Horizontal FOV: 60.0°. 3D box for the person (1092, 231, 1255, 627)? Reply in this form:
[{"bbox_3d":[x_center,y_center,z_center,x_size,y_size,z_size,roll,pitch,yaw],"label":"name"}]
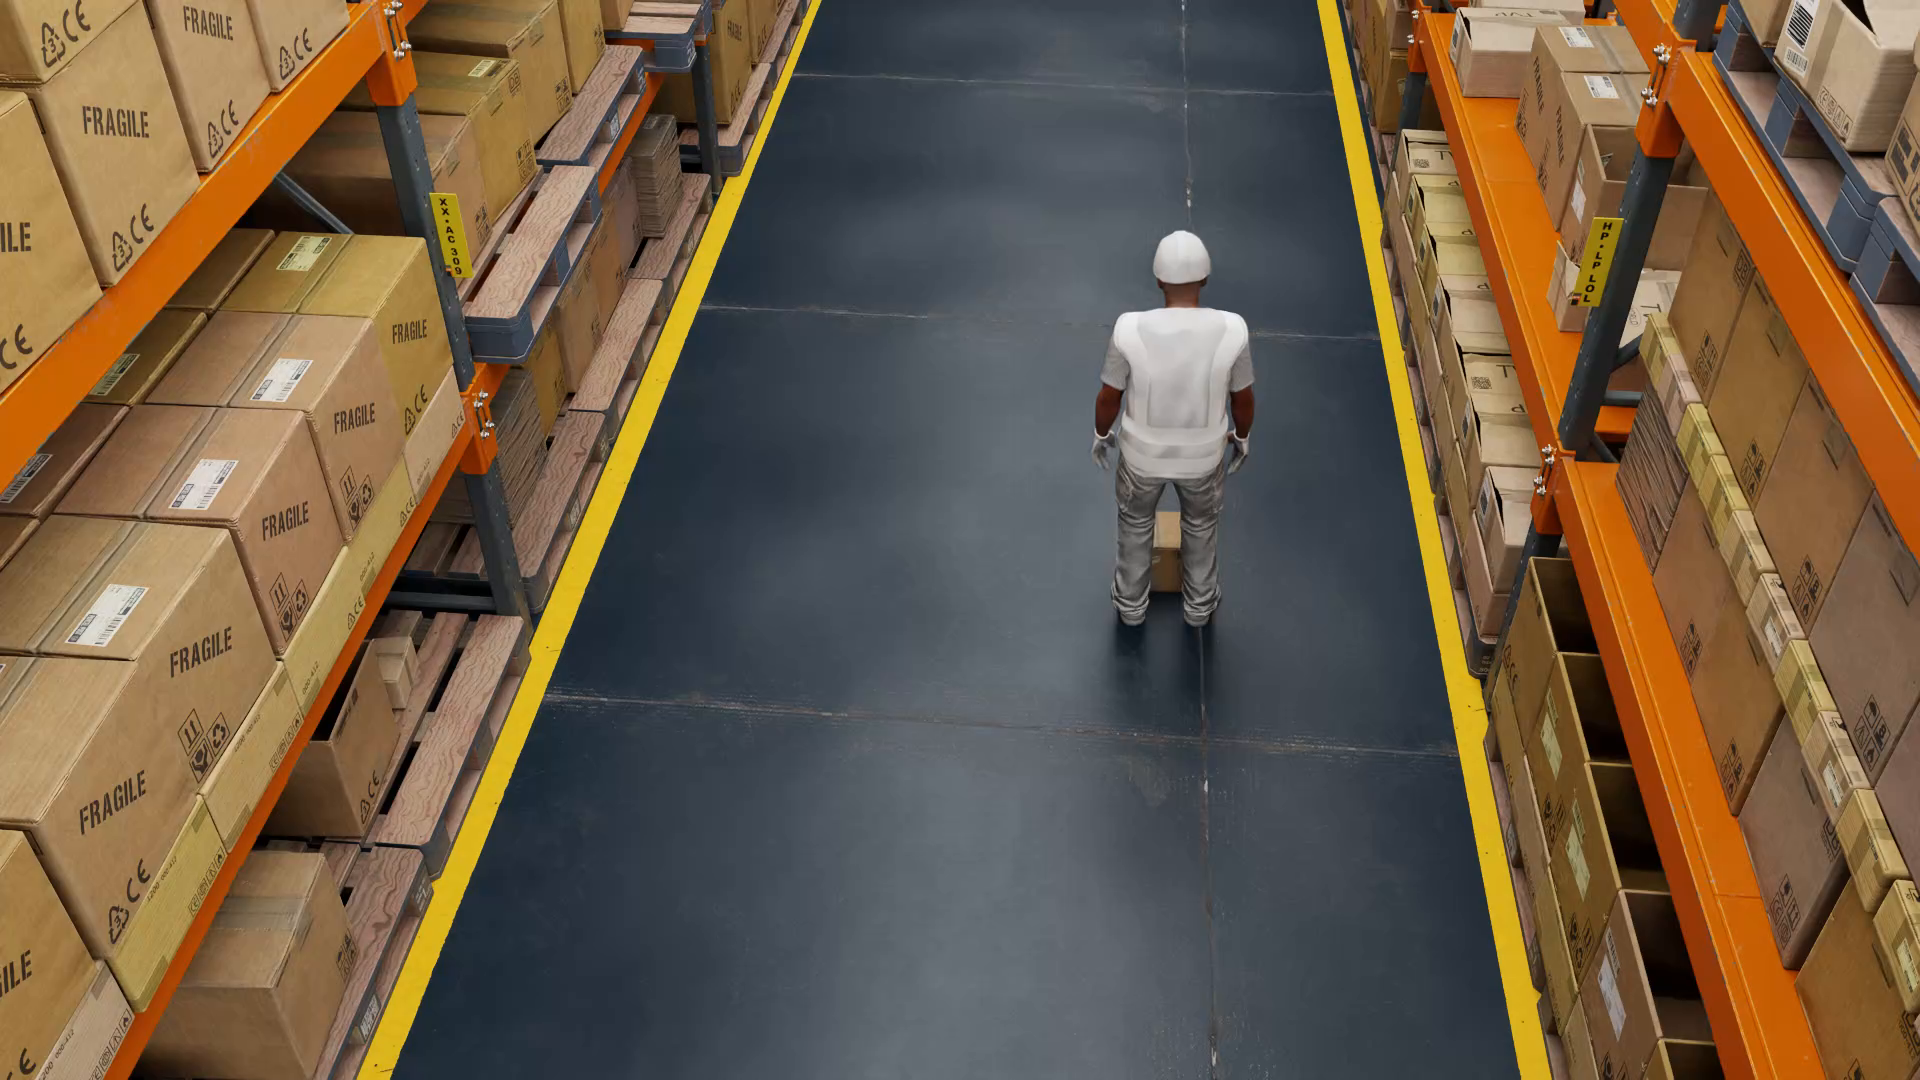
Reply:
[{"bbox_3d":[0.842,-0.392,6.619,0.629,1.774,0.452,2,40,3],"label":"person"}]
